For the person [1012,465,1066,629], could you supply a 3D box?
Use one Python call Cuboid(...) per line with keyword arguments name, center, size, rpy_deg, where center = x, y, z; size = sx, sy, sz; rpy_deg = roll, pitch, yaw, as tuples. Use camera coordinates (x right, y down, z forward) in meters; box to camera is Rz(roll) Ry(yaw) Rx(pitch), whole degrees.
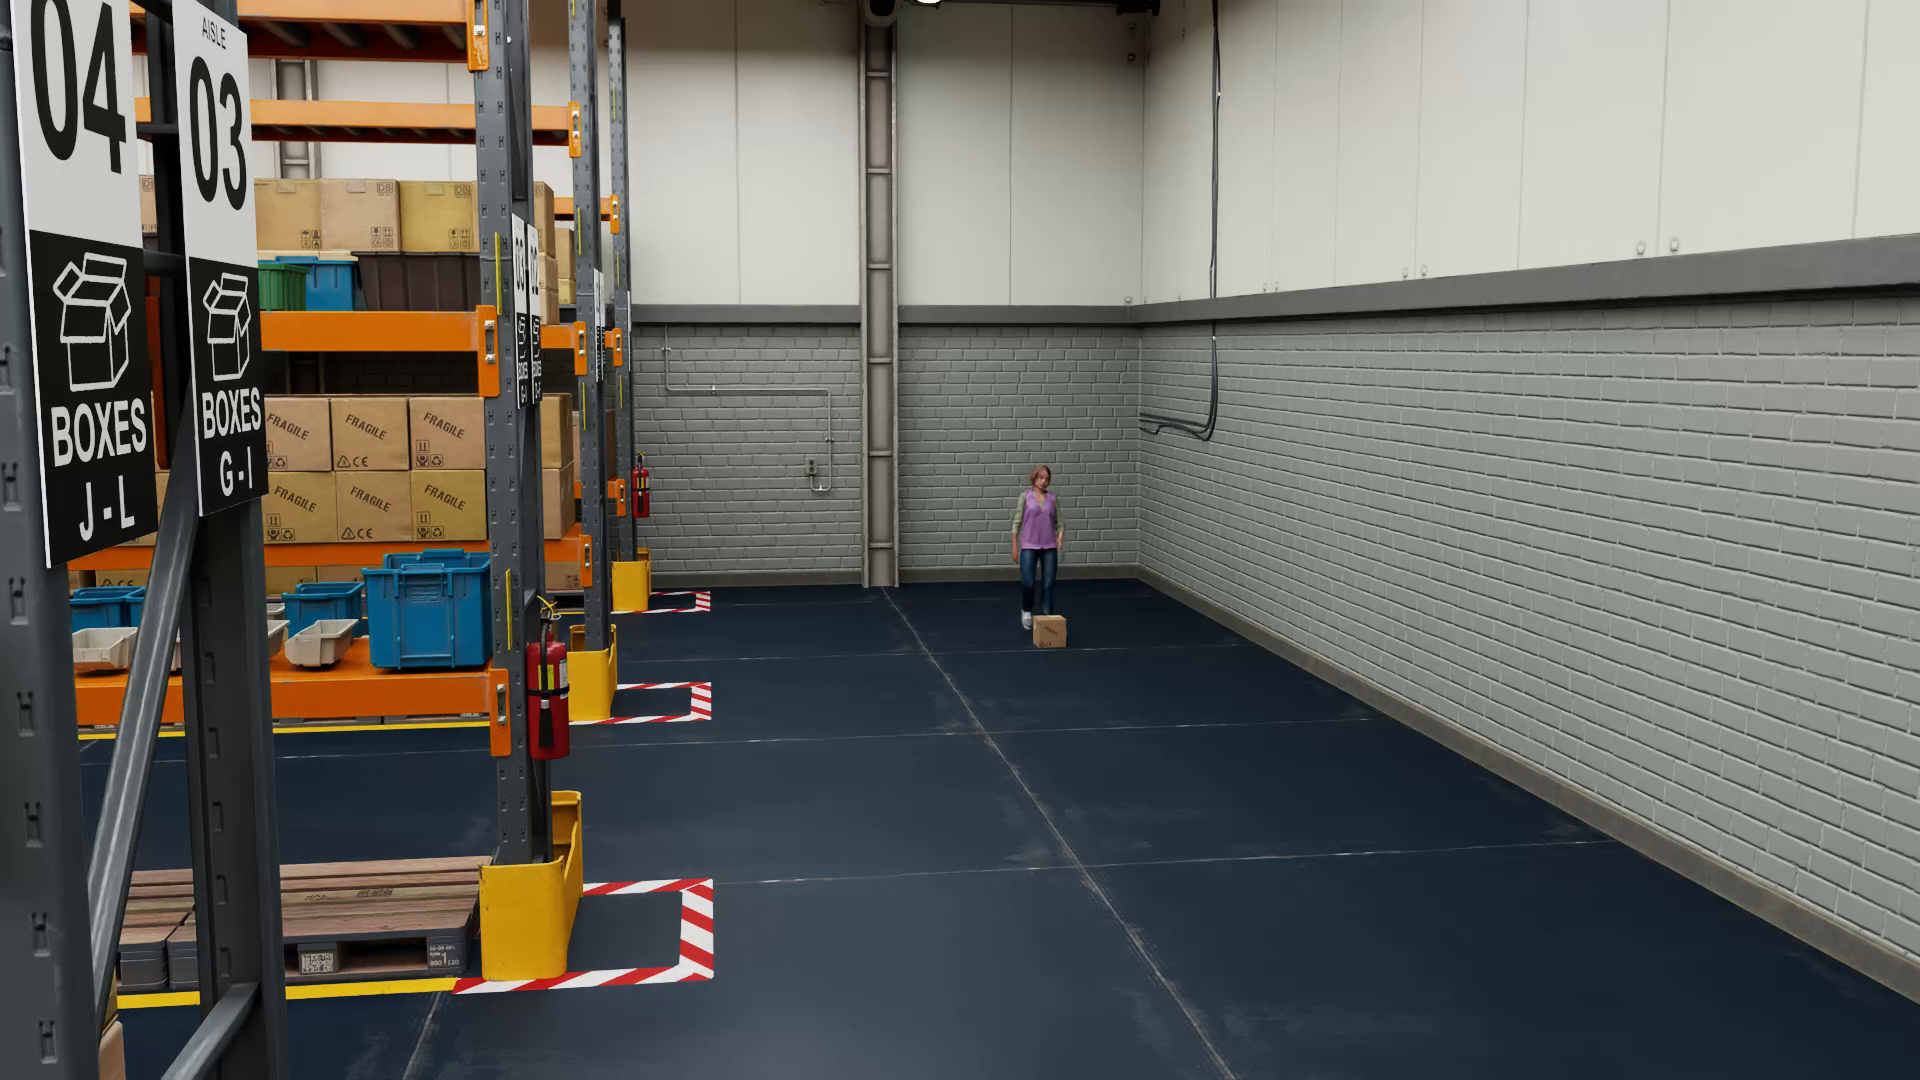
Cuboid(name="person", center=(0.737, 0.110, 15.163), size=(0.473, 1.551, 0.697), rpy_deg=(-1, 7, -8))
